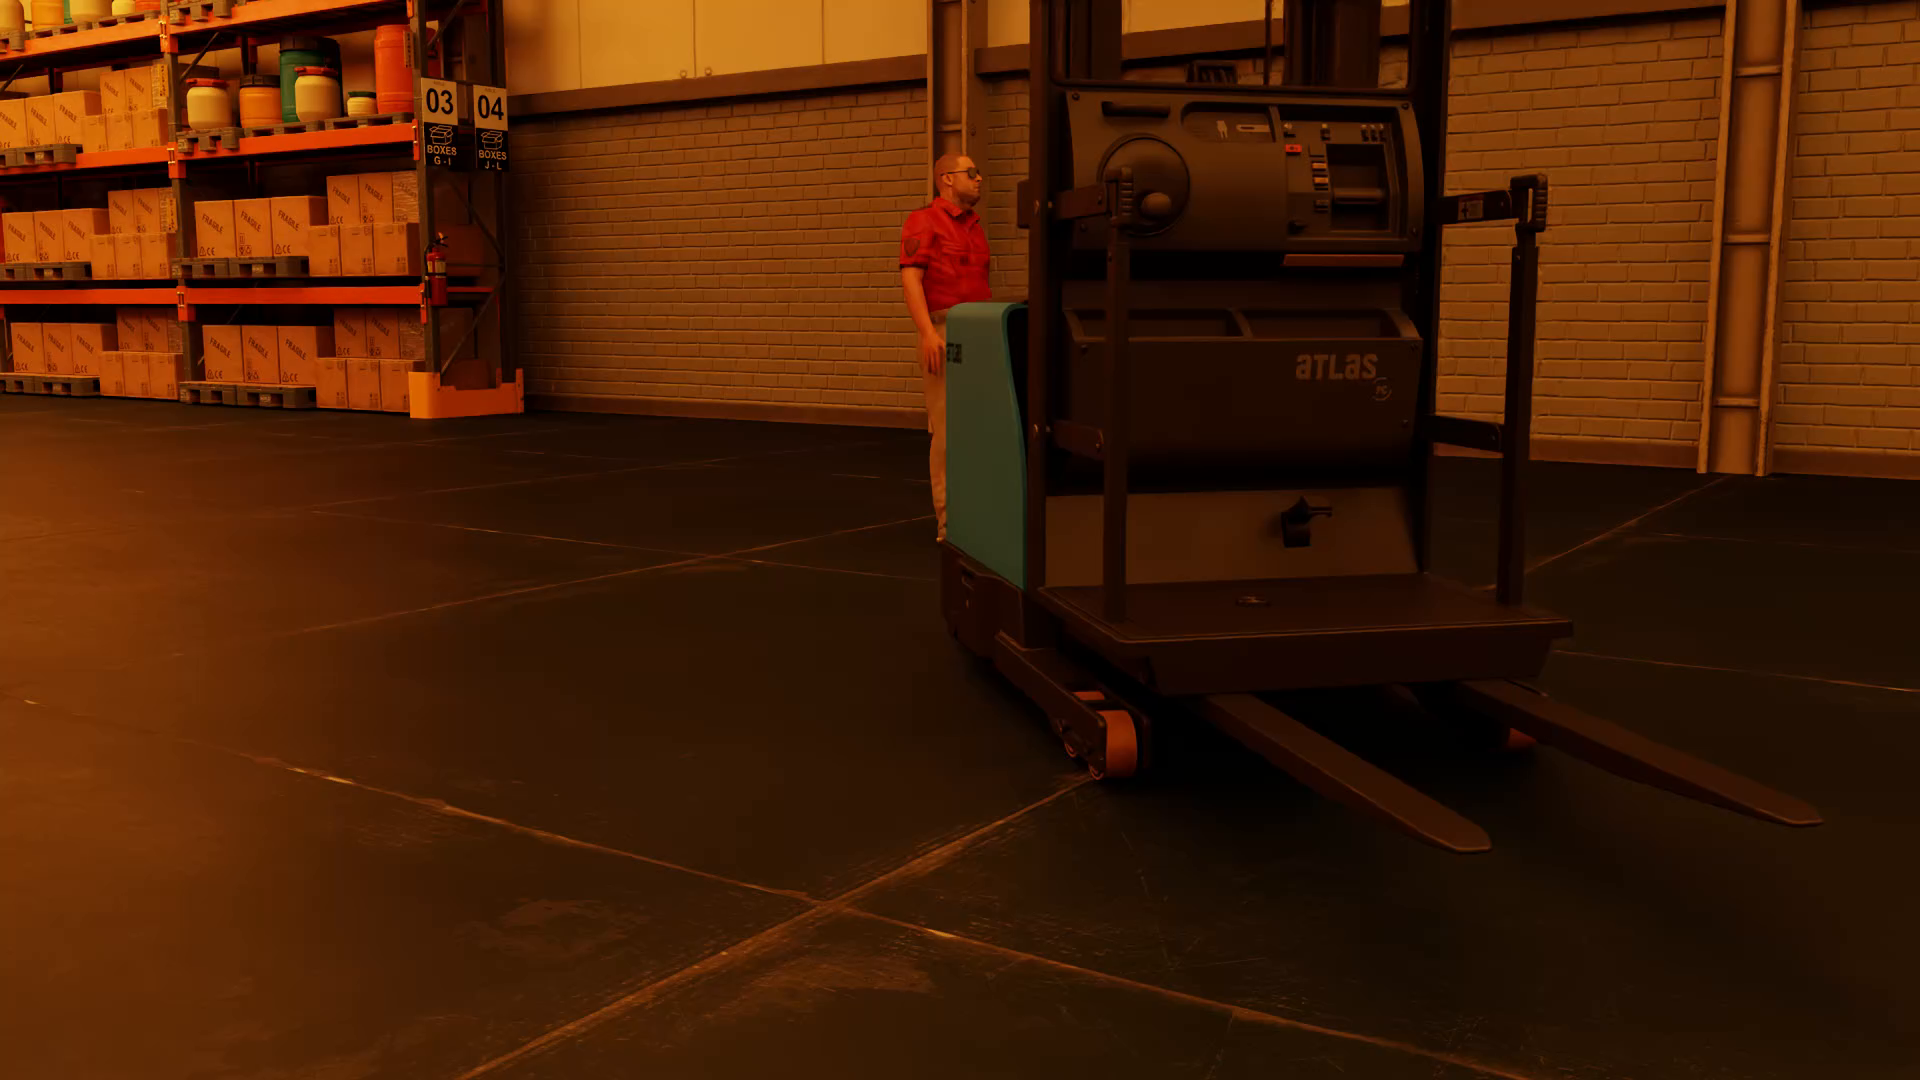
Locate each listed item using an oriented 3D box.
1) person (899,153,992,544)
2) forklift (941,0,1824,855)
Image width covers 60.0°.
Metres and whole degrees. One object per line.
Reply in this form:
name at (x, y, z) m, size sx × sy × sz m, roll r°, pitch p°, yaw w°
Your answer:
person at (0.067, -0.854, 7.421) m, size 0.551 × 1.727 × 0.640 m, roll 5°, pitch 10°, yaw 34°
forklift at (0.768, -0.962, 3.959) m, size 1.130 × 2.935 × 3.031 m, roll -2°, pitch 8°, yaw -13°
